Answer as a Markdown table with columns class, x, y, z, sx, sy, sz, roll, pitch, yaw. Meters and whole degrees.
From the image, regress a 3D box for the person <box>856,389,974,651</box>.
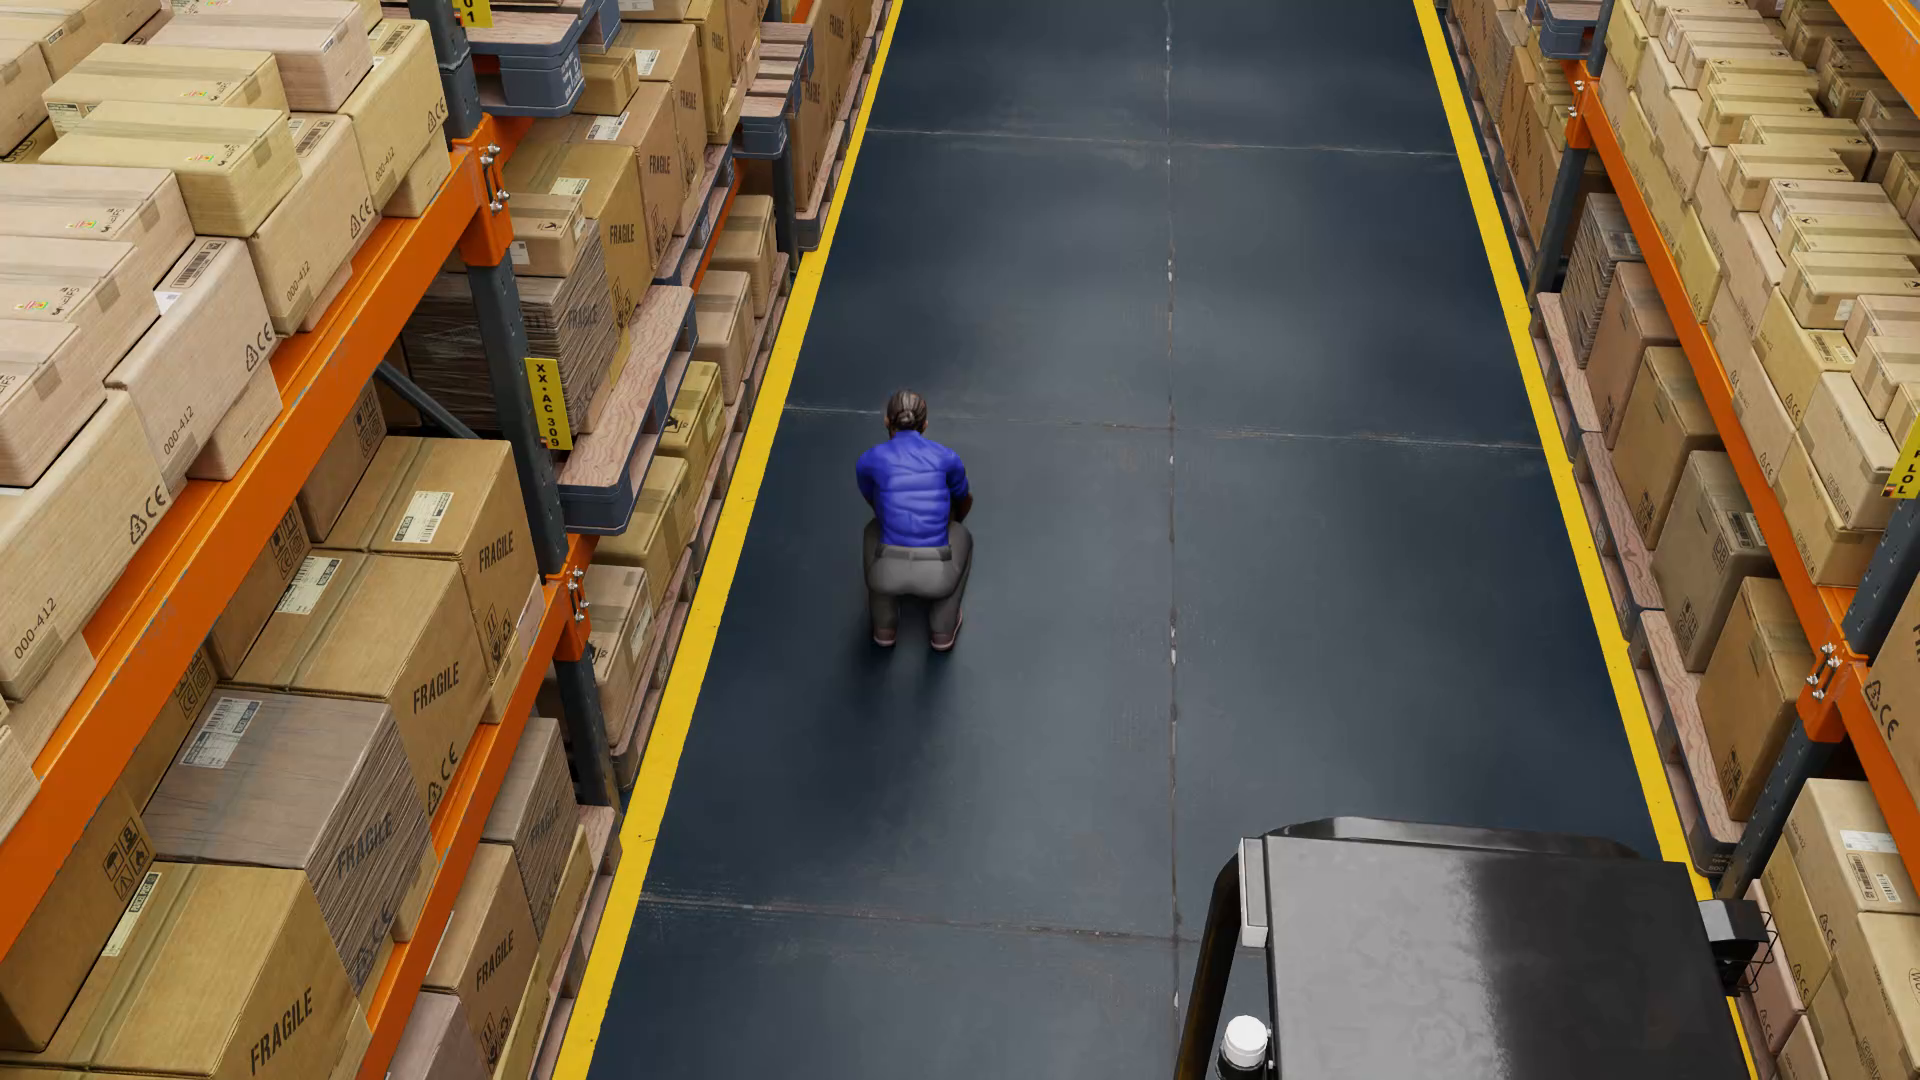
| class | x | y | z | sx | sy | sz | roll | pitch | yaw |
| --- | --- | --- | --- | --- | --- | --- | --- | --- | --- |
| person | -0.190 | -0.072 | 6.817 | 0.482 | 0.928 | 0.827 | 3 | 40 | 4 |
